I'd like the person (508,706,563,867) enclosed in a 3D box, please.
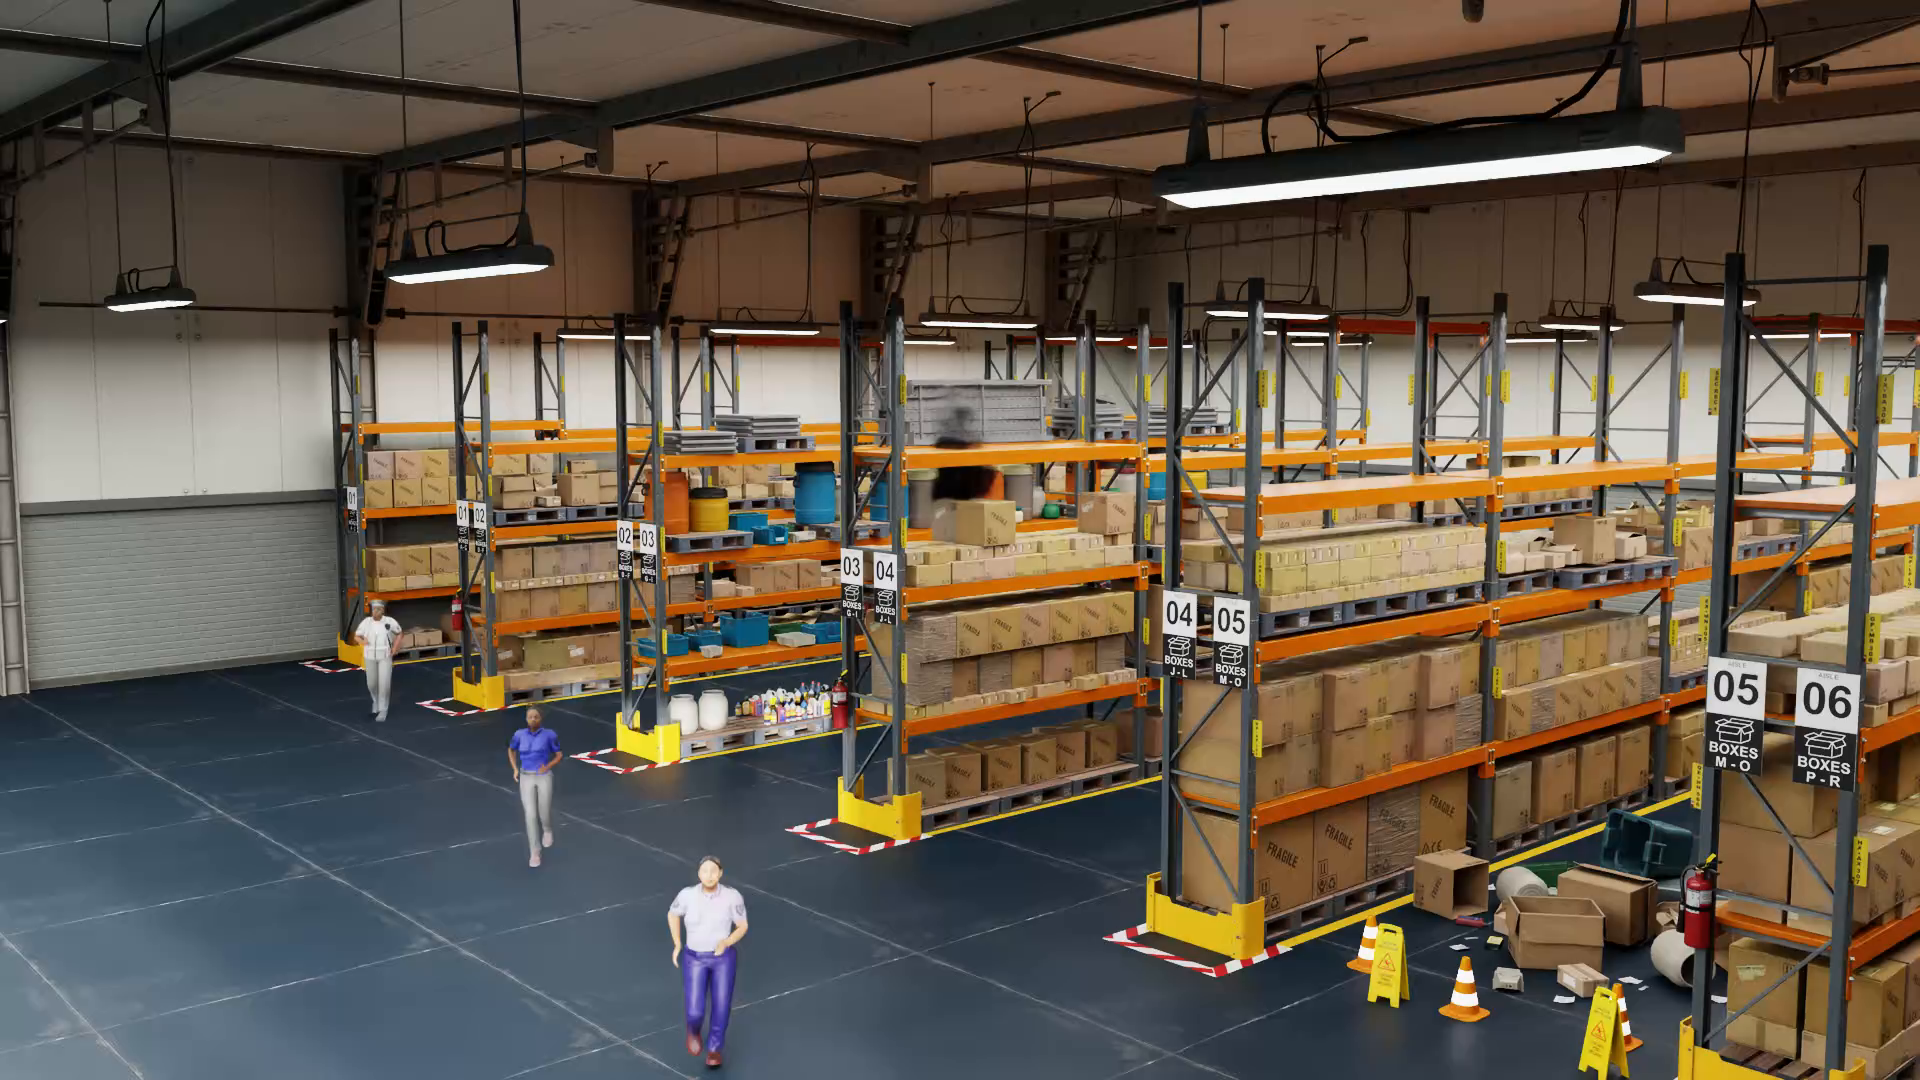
[{"bbox_3d":[-4.531,2.586,17.763,0.583,1.652,0.770,-1,6,-10],"label":"person"}]

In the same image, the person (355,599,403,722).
[{"bbox_3d":[-8.807,1.789,25.142,0.667,1.805,0.871,-1,6,-6],"label":"person"}]

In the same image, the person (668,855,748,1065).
[{"bbox_3d":[-1.865,3.143,12.345,0.593,1.599,0.559,-1,6,-10],"label":"person"}]
